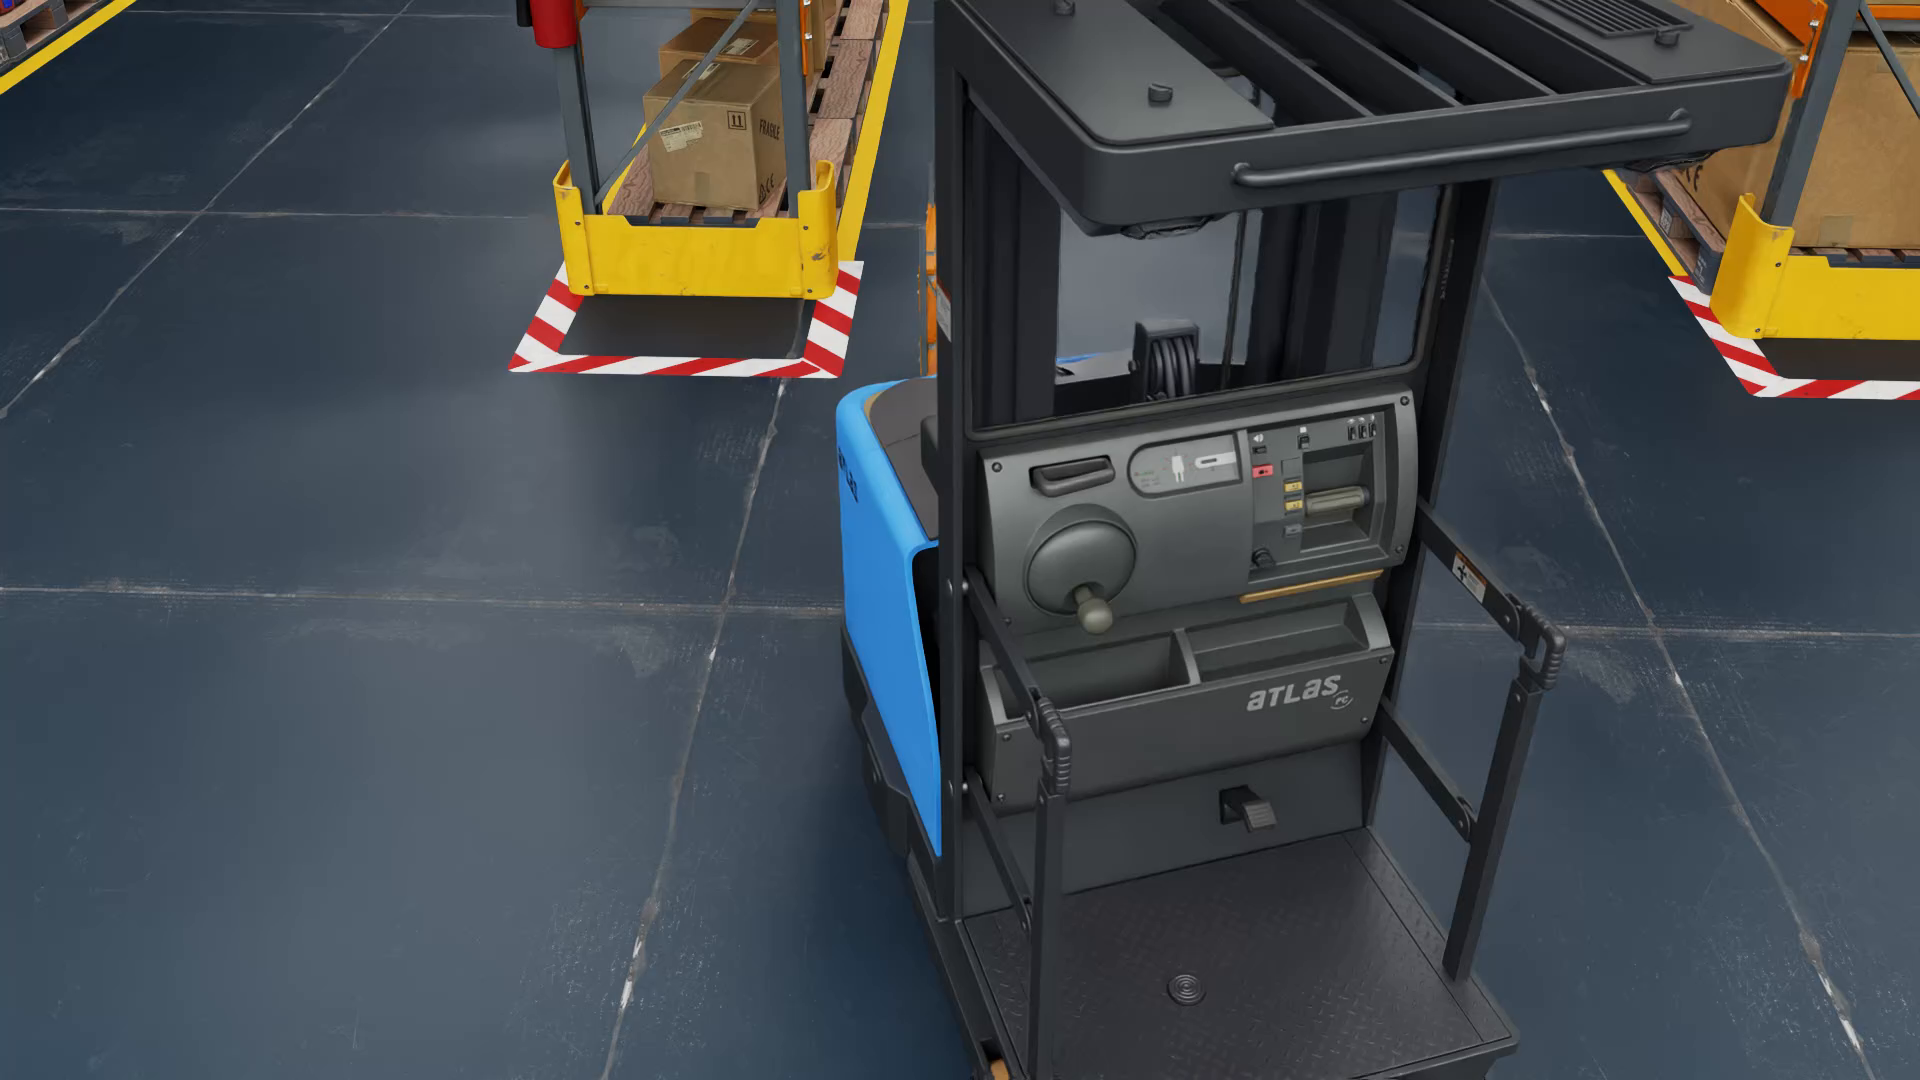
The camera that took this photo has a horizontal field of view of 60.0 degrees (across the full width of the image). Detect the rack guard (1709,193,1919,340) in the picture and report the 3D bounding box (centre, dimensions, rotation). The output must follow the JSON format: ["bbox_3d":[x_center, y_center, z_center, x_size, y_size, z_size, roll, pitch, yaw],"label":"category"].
[{"bbox_3d":[3.814,-1.133,6.927,1.175,0.500,0.348,1,35,2],"label":"rack guard"}]

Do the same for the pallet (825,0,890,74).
[{"bbox_3d":[-0.968,-3.113,9.995,1.003,0.211,1.213,1,35,2],"label":"pallet"}]

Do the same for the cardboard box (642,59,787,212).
[{"bbox_3d":[-1.095,-1.849,7.582,0.500,0.500,0.500,8,36,11],"label":"cardboard box"}]

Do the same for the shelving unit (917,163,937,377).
[{"bbox_3d":[0.007,-0.586,5.540,0.258,1.200,0.503,1,35,2],"label":"shelving unit"}]

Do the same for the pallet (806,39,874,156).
[{"bbox_3d":[-1.014,-2.410,8.995,1.003,0.211,1.213,1,35,2],"label":"pallet"}]

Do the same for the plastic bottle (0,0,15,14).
[{"bbox_3d":[-5.635,-3.242,9.734,0.061,0.283,0.133,4,35,5],"label":"plastic bottle"}]

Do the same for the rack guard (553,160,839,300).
[{"bbox_3d":[-1.134,-1.363,7.255,1.175,0.500,0.348,1,35,2],"label":"rack guard"}]

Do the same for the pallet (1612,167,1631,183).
[{"bbox_3d":[3.821,-2.189,8.681,1.003,0.211,1.213,1,35,2],"label":"pallet"}]

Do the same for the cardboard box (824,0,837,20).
[{"bbox_3d":[-1.047,-3.231,9.547,0.500,0.500,0.500,12,37,17],"label":"cardboard box"}]

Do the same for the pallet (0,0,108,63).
[{"bbox_3d":[-5.994,-3.229,10.161,1.003,0.211,1.213,1,35,2],"label":"pallet"}]

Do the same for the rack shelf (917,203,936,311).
[{"bbox_3d":[0.007,-0.908,5.314,0.258,0.148,0.480,1,35,2],"label":"rack shelf"}]

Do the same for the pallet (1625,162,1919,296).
[{"bbox_3d":[3.769,-1.490,7.686,1.003,0.211,1.213,1,35,2],"label":"pallet"}]

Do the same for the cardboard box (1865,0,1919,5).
[{"bbox_3d":[3.785,-2.445,6.490,0.875,0.550,0.550,1,35,2],"label":"cardboard box"}]

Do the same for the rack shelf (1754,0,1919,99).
[{"bbox_3d":[3.896,-3.024,8.070,1.077,0.370,4.000,1,35,2],"label":"rack shelf"}]

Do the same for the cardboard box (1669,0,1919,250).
[{"bbox_3d":[3.776,-1.863,7.275,0.875,0.875,0.875,2,35,2],"label":"cardboard box"}]

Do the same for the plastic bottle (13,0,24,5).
[{"bbox_3d":[-5.671,-3.364,9.849,0.144,0.351,0.185,0,35,0],"label":"plastic bottle"}]

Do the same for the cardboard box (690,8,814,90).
[{"bbox_3d":[-1.061,-2.553,8.583,0.500,0.500,0.500,4,35,6],"label":"cardboard box"}]

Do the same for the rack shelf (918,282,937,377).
[{"bbox_3d":[0.007,-0.714,5.450,0.258,0.148,0.480,1,35,2],"label":"rack shelf"}]

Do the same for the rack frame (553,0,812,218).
[{"bbox_3d":[-1.137,-2.342,6.474,1.000,3.000,0.127,1,35,2],"label":"rack frame"}]

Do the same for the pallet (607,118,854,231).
[{"bbox_3d":[-1.066,-1.711,8.001,1.003,0.211,1.213,1,35,2],"label":"pallet"}]

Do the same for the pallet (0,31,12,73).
[{"bbox_3d":[-6.040,-2.526,9.161,1.003,0.211,1.213,1,35,2],"label":"pallet"}]

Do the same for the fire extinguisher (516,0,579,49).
[{"bbox_3d":[-1.602,-2.255,6.417,0.296,0.674,0.183,1,35,2],"label":"fire extinguisher"}]

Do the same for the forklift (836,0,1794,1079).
[{"bbox_3d":[0.563,0.002,3.198,1.130,2.935,3.031,-10,36,-14],"label":"forklift"}]

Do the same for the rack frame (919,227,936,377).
[{"bbox_3d":[-0.003,-0.446,5.341,0.240,1.200,0.015,1,35,2],"label":"rack frame"}]

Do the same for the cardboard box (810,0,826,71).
[{"bbox_3d":[-0.994,-2.873,9.037,0.500,0.500,0.500,-2,35,-2],"label":"cardboard box"}]

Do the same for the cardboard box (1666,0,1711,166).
[{"bbox_3d":[3.810,-2.369,7.994,0.875,0.875,0.875,1,35,1],"label":"cardboard box"}]

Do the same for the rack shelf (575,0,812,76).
[{"bbox_3d":[-1.056,-3.197,8.315,1.077,0.370,4.000,1,35,2],"label":"rack shelf"}]

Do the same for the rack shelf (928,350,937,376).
[{"bbox_3d":[0.007,-0.531,5.579,0.258,0.148,0.480,1,35,2],"label":"rack shelf"}]

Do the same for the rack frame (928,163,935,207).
[{"bbox_3d":[0.016,-0.726,5.740,0.240,1.200,0.015,1,35,2],"label":"rack frame"}]

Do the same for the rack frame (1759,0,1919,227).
[{"bbox_3d":[3.815,-2.169,6.228,1.000,3.000,0.127,1,35,2],"label":"rack frame"}]

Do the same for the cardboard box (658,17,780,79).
[{"bbox_3d":[-1.105,-2.194,8.071,0.500,0.500,0.500,10,36,14],"label":"cardboard box"}]
